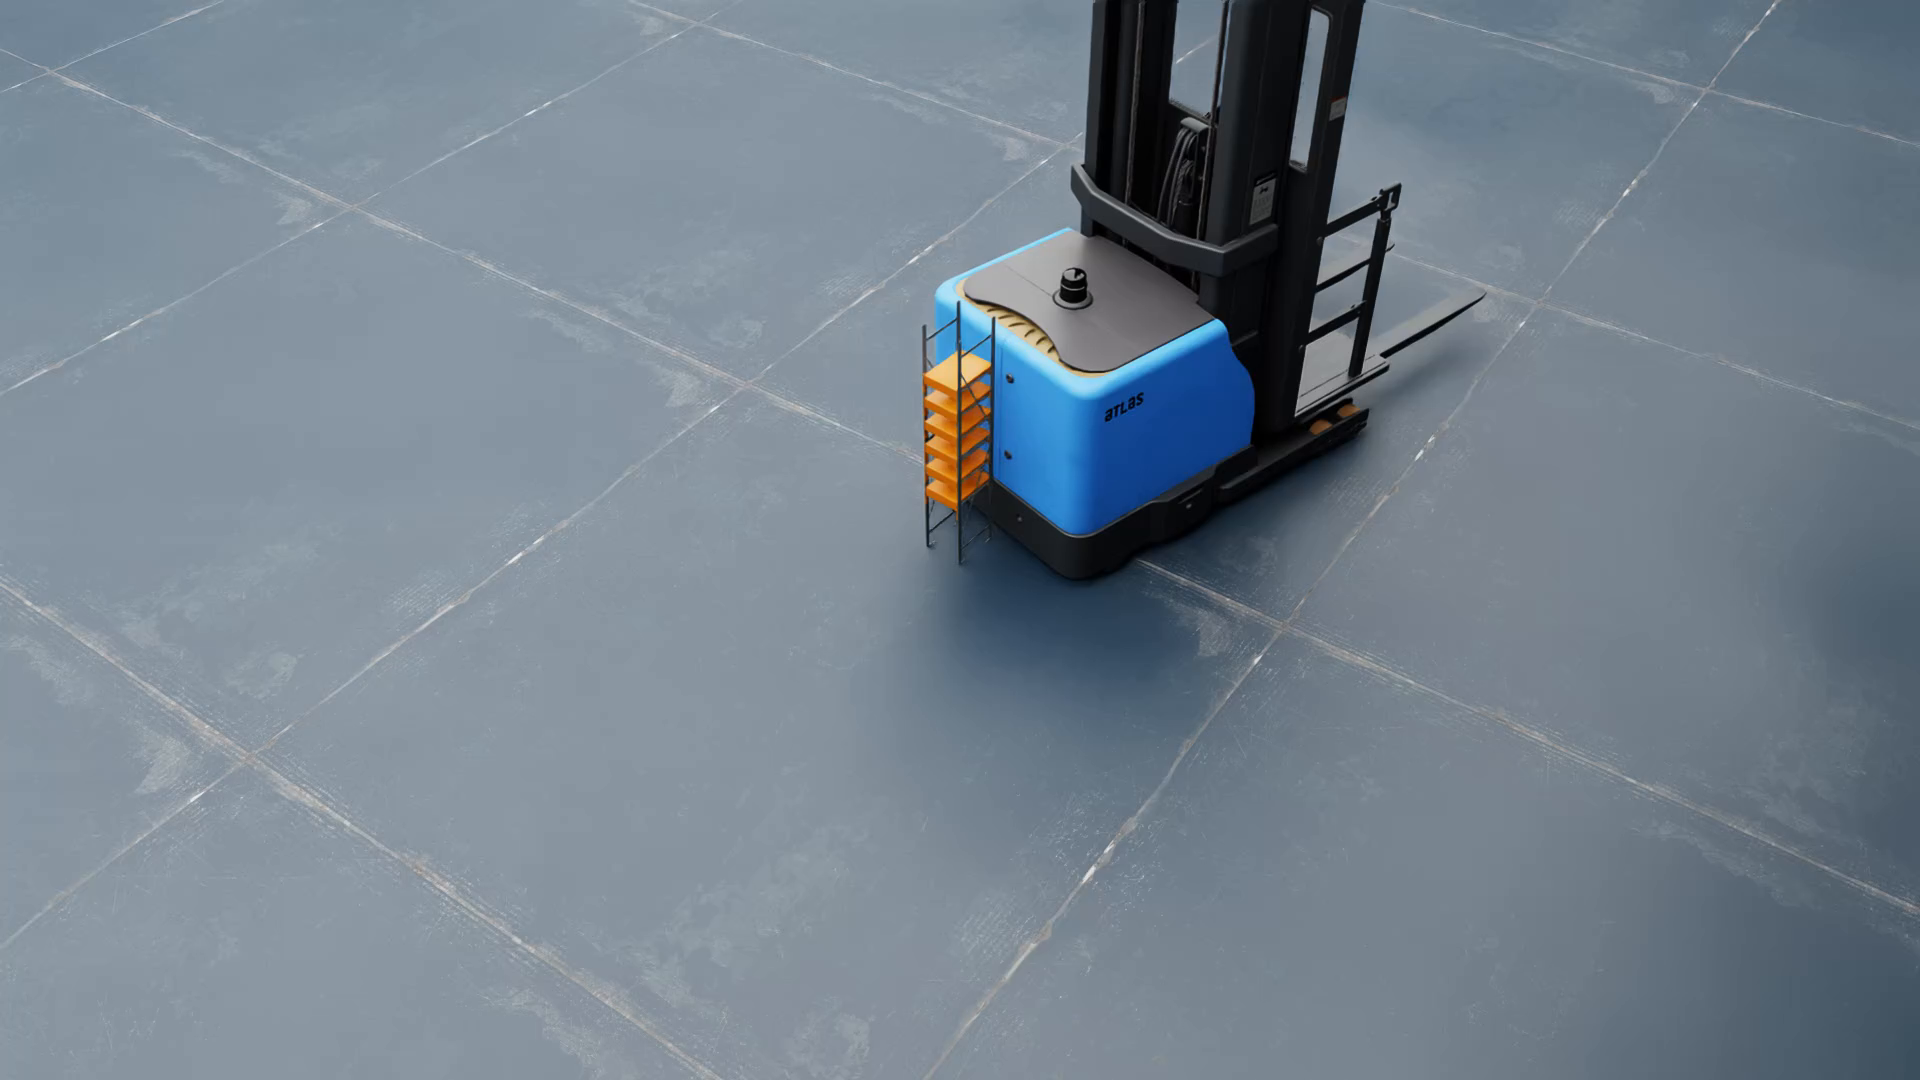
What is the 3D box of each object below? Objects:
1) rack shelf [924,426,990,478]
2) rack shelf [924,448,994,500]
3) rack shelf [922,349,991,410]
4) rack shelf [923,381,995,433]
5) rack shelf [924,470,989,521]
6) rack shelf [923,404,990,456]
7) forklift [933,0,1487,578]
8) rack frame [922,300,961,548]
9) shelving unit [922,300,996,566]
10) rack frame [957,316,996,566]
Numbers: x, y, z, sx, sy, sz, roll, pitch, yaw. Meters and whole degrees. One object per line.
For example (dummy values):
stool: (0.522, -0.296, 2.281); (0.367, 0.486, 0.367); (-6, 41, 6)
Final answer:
rack shelf: (-0.004, -0.401, 7.113); (0.180, 0.103, 0.258); (28, 49, 28)
rack shelf: (-0.004, -0.311, 7.193); (0.180, 0.103, 0.258); (28, 49, 28)
rack shelf: (-0.004, -0.669, 6.873); (0.180, 0.103, 0.258); (28, 49, 28)
rack shelf: (-0.004, -0.580, 6.953); (0.180, 0.103, 0.258); (28, 49, 28)
rack shelf: (-0.004, -0.222, 7.273); (0.180, 0.103, 0.258); (28, 49, 28)
rack shelf: (-0.004, -0.490, 7.033); (0.180, 0.103, 0.258); (28, 49, 28)
forklift: (1.341, -1.750, 7.255); (3.031, 2.935, 1.130); (-28, 49, -28)
rack frame: (-0.075, -0.472, 7.126); (0.006, 1.200, 0.240); (28, 49, 28)
shelving unit: (-0.004, -0.434, 7.083); (0.189, 1.200, 0.258); (28, 49, 28)
rack frame: (0.067, -0.395, 7.040); (0.006, 1.200, 0.240); (28, 49, 28)
